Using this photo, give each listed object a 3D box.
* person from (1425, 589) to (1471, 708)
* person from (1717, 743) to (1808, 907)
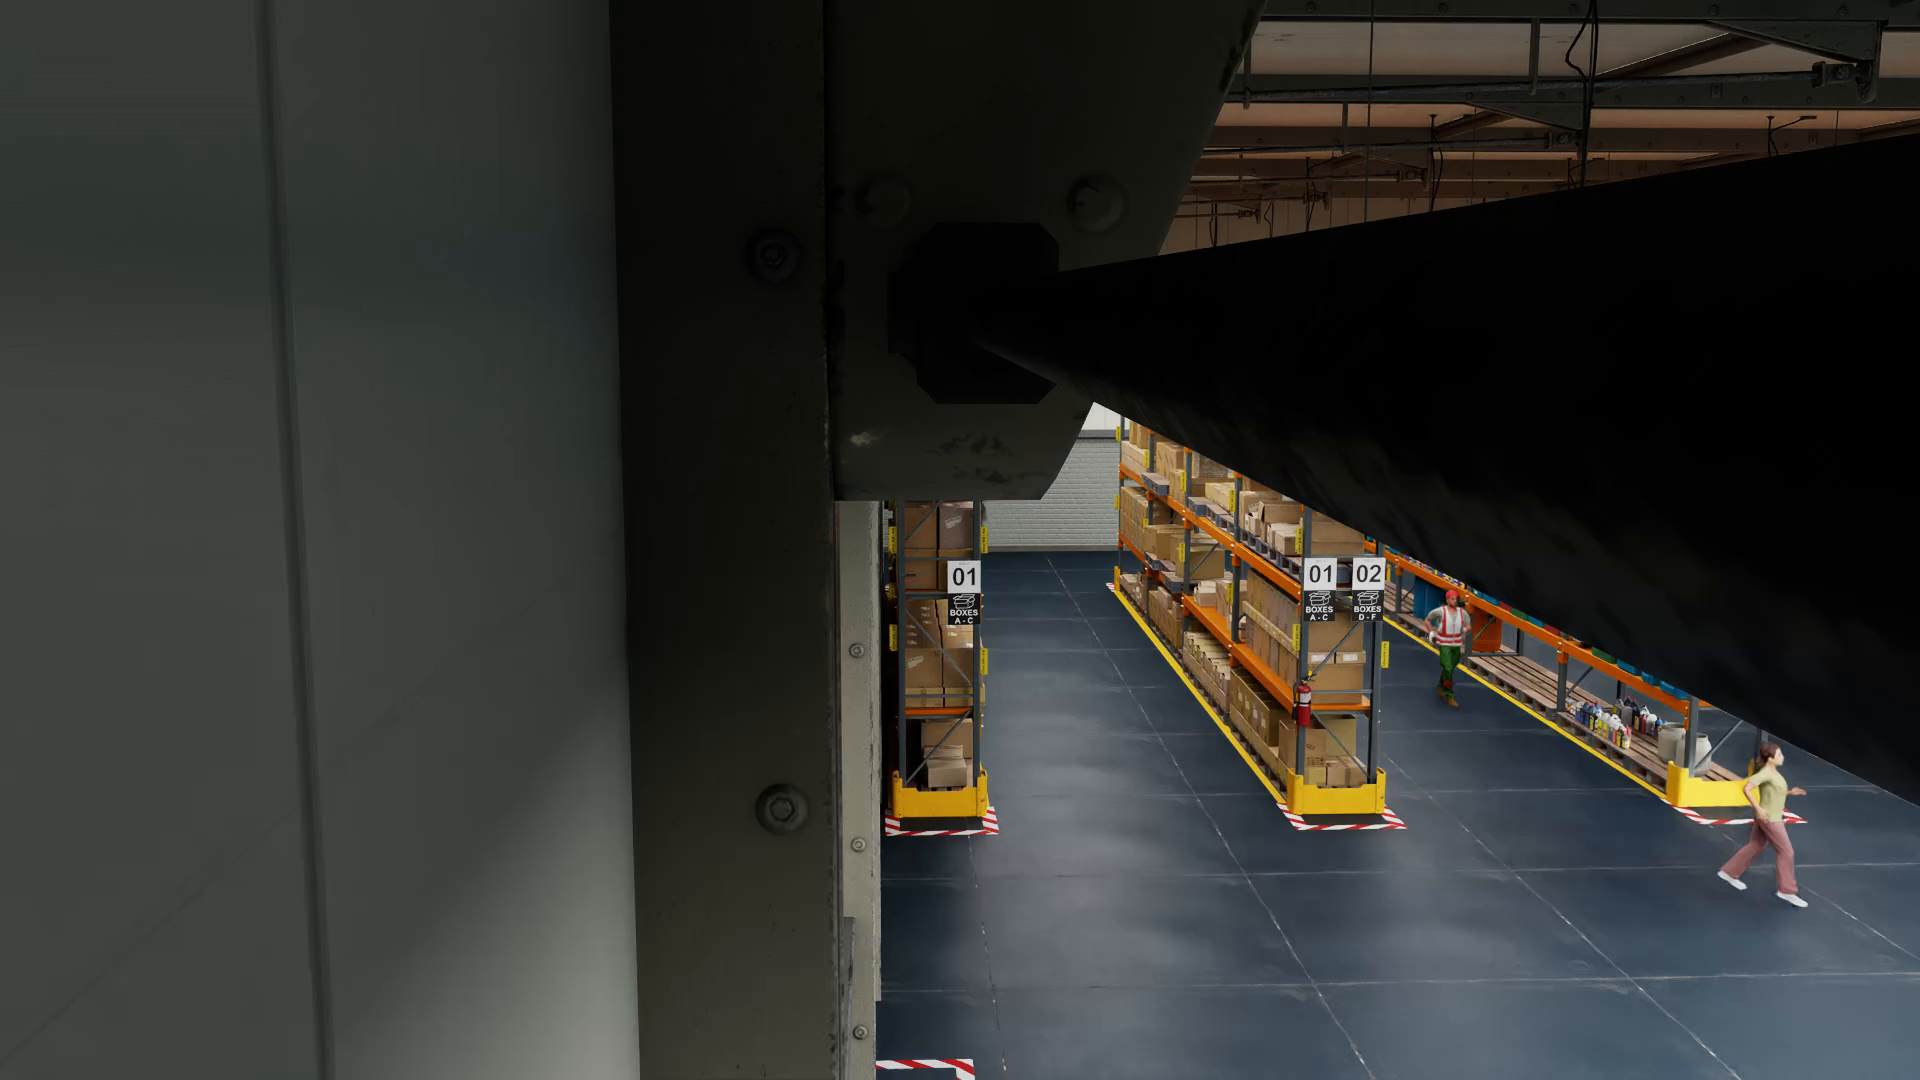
[{"bbox_3d":[7.697,1.662,26.112,0.667,1.795,0.887,-2,8,-11],"label":"person"},{"bbox_3d":[8.527,2.973,17.572,0.878,1.698,0.561,4,9,24],"label":"person"}]
